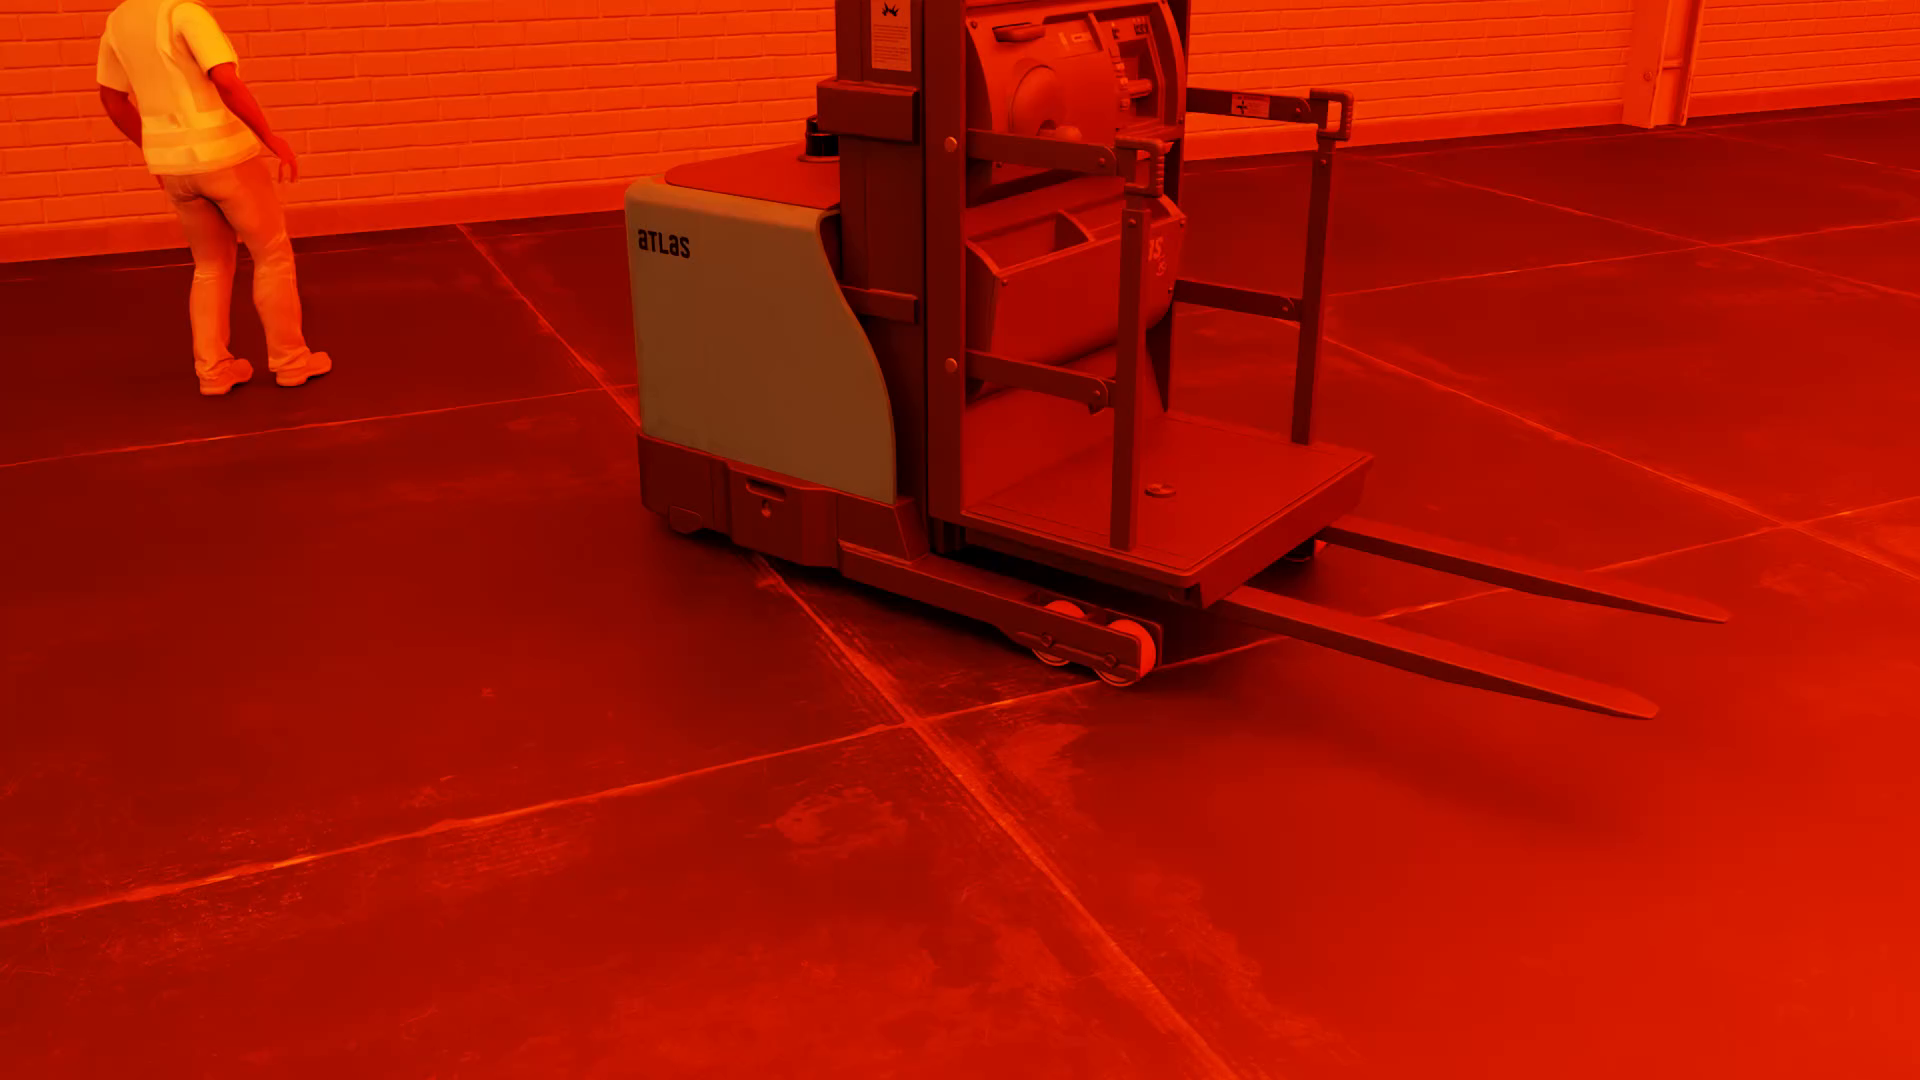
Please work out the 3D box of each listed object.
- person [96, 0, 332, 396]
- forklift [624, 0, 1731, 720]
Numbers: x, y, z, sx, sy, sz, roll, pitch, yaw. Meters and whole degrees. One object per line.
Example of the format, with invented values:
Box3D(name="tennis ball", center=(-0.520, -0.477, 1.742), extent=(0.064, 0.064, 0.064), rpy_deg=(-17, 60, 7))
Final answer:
Box3D(name="person", center=(-2.822, -1.442, 6.309), extent=(0.794, 1.743, 0.523), rpy_deg=(8, 24, 18))
Box3D(name="forklift", center=(0.488, -1.213, 4.206), extent=(3.031, 2.935, 1.130), rpy_deg=(16, 27, 34))
